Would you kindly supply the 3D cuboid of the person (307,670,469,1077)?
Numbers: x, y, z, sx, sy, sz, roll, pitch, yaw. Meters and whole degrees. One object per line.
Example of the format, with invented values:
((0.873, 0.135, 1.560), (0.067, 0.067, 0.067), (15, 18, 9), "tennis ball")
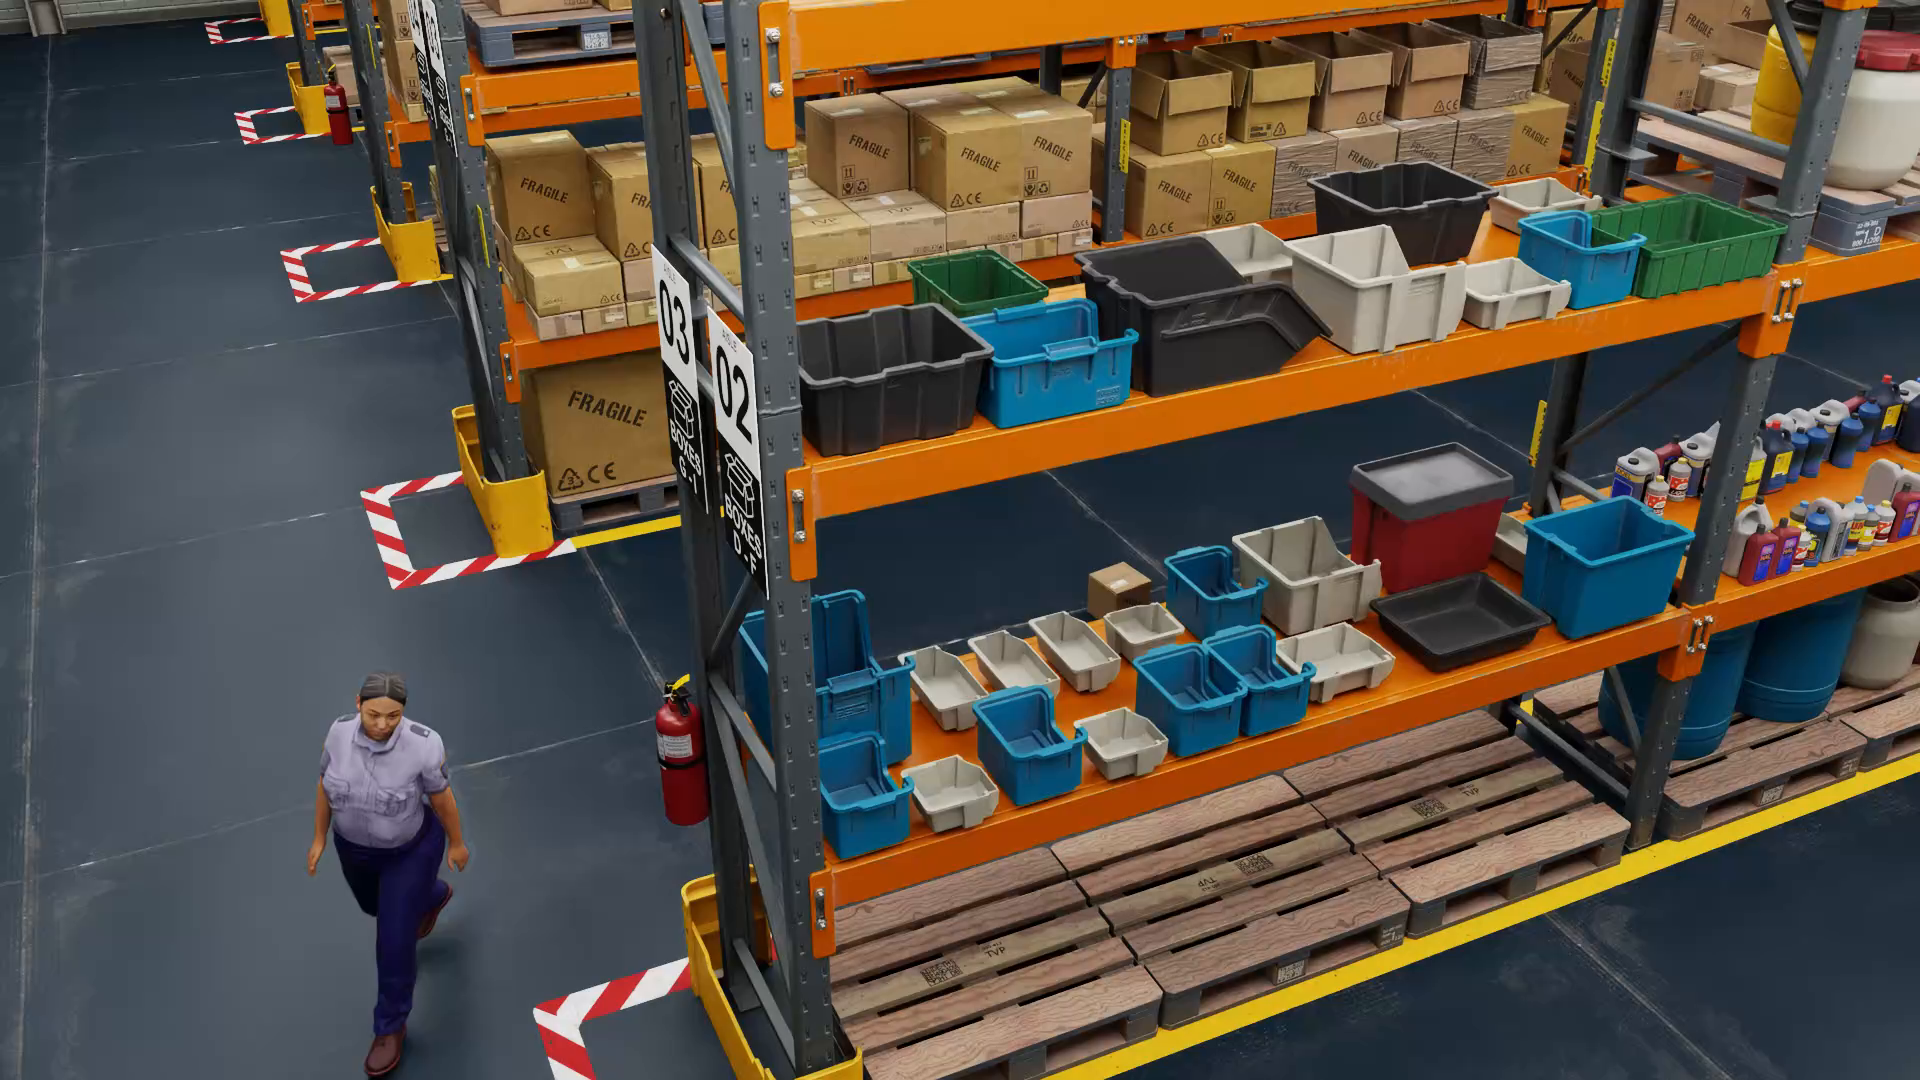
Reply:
((-2.206, 1.164, 6.421), (0.558, 1.600, 0.923), (6, 30, 11), "person")
